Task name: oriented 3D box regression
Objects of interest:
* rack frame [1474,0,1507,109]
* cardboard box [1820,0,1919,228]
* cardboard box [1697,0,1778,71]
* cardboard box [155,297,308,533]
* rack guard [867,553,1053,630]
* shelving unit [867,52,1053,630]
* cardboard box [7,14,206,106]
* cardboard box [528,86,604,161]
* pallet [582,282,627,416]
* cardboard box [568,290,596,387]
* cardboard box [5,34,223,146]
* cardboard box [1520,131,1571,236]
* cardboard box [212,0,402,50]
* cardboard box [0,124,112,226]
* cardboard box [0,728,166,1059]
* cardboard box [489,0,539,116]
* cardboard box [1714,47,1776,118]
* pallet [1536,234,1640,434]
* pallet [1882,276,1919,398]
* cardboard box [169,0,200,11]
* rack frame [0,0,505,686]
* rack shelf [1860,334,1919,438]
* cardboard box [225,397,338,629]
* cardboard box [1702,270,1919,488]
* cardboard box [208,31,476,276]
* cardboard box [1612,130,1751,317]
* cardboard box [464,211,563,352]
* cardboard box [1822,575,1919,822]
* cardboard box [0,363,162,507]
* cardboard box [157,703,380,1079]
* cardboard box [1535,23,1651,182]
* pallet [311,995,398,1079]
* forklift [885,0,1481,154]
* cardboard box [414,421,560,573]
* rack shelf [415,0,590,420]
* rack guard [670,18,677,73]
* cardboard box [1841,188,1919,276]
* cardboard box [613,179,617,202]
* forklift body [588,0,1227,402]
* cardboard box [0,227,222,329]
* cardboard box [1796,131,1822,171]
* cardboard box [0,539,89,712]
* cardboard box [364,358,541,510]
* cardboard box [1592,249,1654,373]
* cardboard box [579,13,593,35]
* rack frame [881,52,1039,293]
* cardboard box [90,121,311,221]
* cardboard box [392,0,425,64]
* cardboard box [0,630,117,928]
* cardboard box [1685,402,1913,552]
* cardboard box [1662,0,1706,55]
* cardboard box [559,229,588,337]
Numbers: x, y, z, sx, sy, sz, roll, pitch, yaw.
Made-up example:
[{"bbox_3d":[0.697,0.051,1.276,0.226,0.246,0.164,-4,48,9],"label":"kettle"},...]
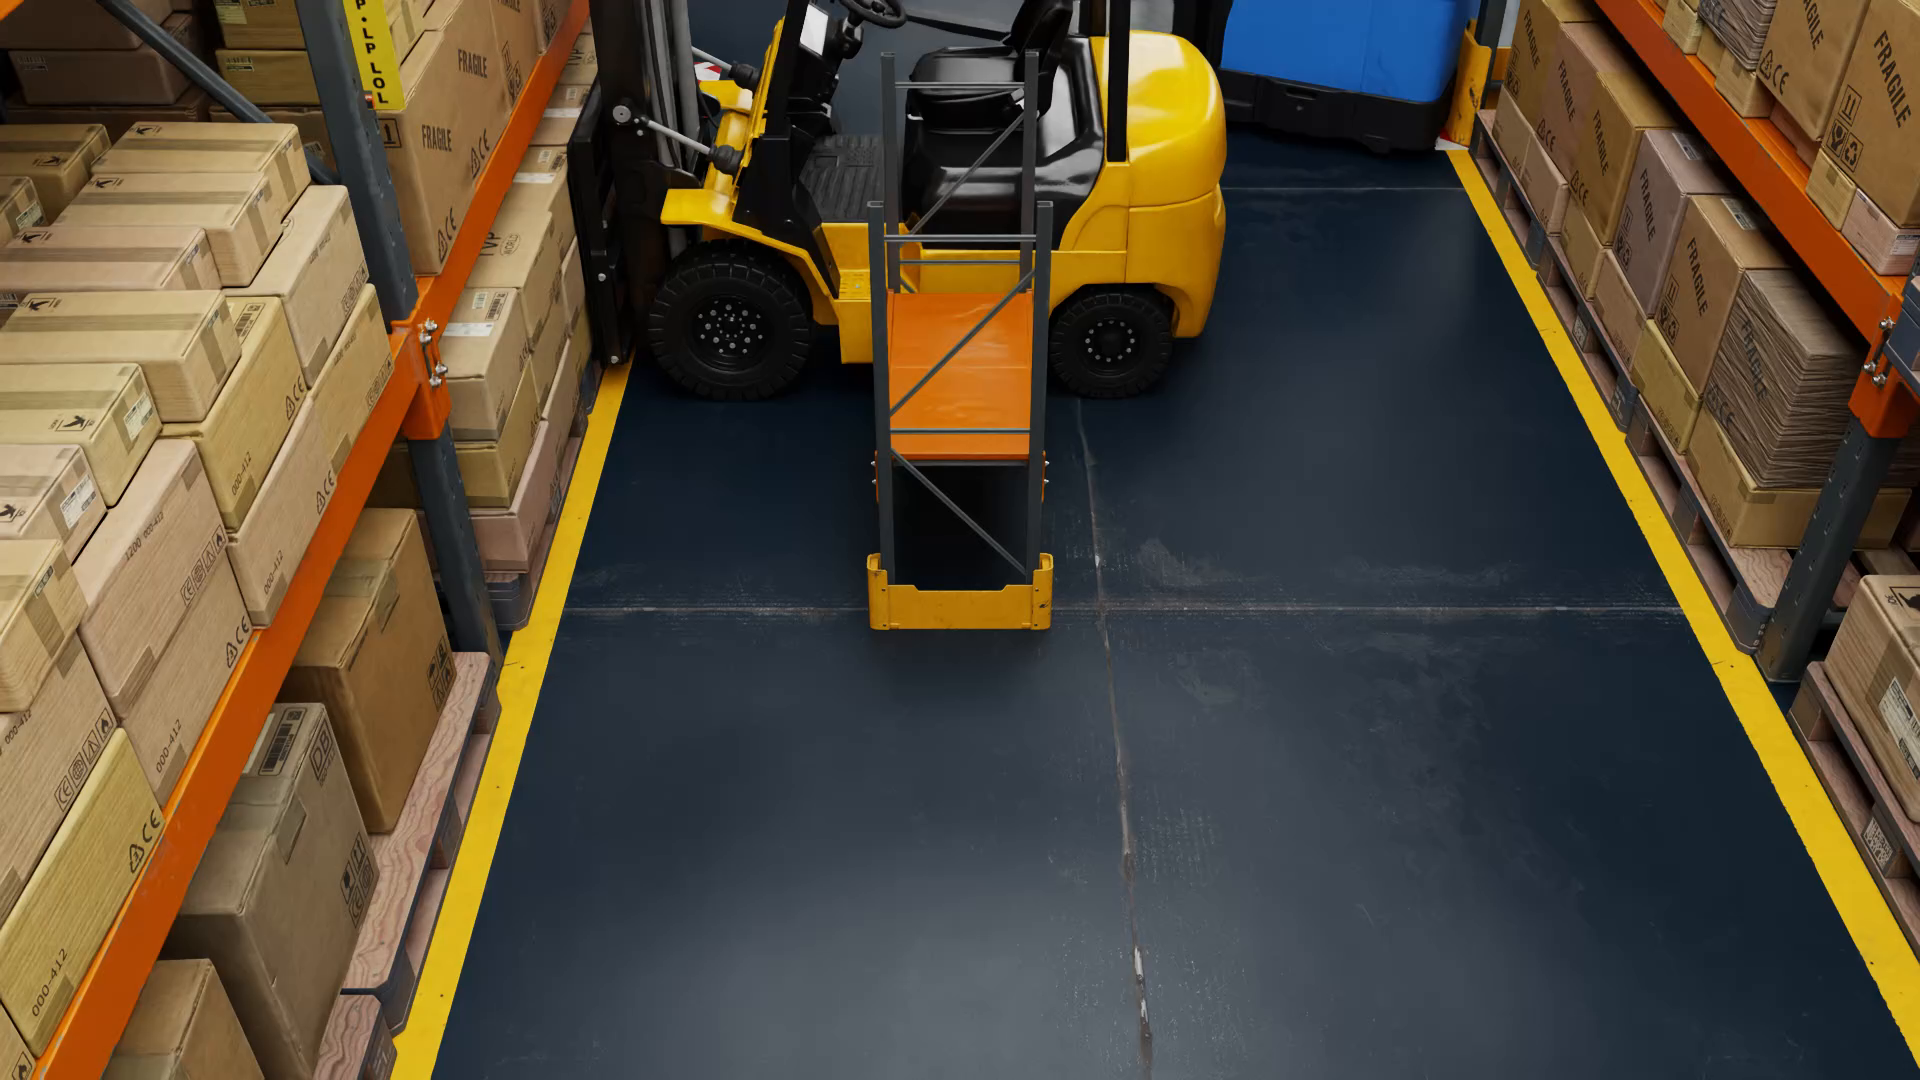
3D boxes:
[{"bbox_3d":[3.014,-3.260,7.419,1.000,3.000,0.127,0,39,0],"label":"rack frame"},{"bbox_3d":[2.769,-1.191,4.520,0.500,0.500,0.500,-1,39,-1],"label":"cardboard box"},{"bbox_3d":[2.757,-1.837,5.326,0.500,0.500,0.500,1,39,1],"label":"cardboard box"},{"bbox_3d":[-1.681,-0.260,3.396,0.500,0.250,0.500,-1,39,-1],"label":"cardboard box"},{"bbox_3d":[0.000,0.166,5.343,0.587,0.250,0.087,0,39,0],"label":"rack guard"},{"bbox_3d":[0.000,-0.633,5.340,0.587,1.500,1.083,0,39,0],"label":"shelving unit"},{"bbox_3d":[-2.202,-1.245,4.307,0.380,0.149,0.250,0,39,0],"label":"cardboard box"},{"bbox_3d":[-1.627,-1.495,6.281,0.500,0.250,0.500,-1,39,-1],"label":"cardboard box"},{"bbox_3d":[-1.908,-0.927,6.737,1.003,0.211,1.213,0,39,0],"label":"pallet"},{"bbox_3d":[-1.647,-0.785,6.194,0.500,0.250,0.500,1,39,1],"label":"cardboard box"},{"bbox_3d":[-2.216,-1.072,4.609,0.500,0.500,0.500,0,39,0],"label":"cardboard box"},{"bbox_3d":[2.731,-1.527,7.119,0.500,0.250,0.500,1,39,2],"label":"cardboard box"},{"bbox_3d":[-1.649,-1.360,4.212,0.380,0.149,0.250,1,39,1],"label":"cardboard box"},{"bbox_3d":[-2.159,-0.825,3.782,0.380,0.149,0.250,-1,39,-1],"label":"cardboard box"},{"bbox_3d":[-1.699,0.569,2.761,0.500,0.250,0.500,1,39,1],"label":"cardboard box"},{"bbox_3d":[-1.703,-1.711,5.407,0.500,0.500,0.500,0,39,0],"label":"cardboard box"},{"bbox_3d":[2.709,-1.496,5.420,0.380,0.149,0.250,-1,39,-1],"label":"cardboard box"},{"bbox_3d":[2.978,-0.855,6.648,1.003,0.211,1.213,0,39,0],"label":"pallet"},{"bbox_3d":[2.874,-0.205,3.761,1.003,0.211,1.213,0,39,0],"label":"pallet"},{"bbox_3d":[-2.206,-1.517,4.408,0.380,0.149,0.250,-1,39,-1],"label":"cardboard box"},{"bbox_3d":[-1.945,-0.752,4.290,1.000,3.000,0.127,0,39,0],"label":"rack frame"},{"bbox_3d":[3.021,0.773,2.962,1.077,0.370,4.000,0,39,0],"label":"rack shelf"},{"bbox_3d":[-1.677,-0.065,3.552,0.500,0.250,0.500,0,39,0],"label":"cardboard box"},{"bbox_3d":[2.750,-0.512,5.253,0.500,0.500,0.500,-1,39,-1],"label":"cardboard box"},{"bbox_3d":[-1.684,-1.069,4.605,0.500,0.500,0.500,-1,39,-1],"label":"cardboard box"},{"bbox_3d":[2.746,-1.149,6.048,0.500,0.500,0.500,2,39,2],"label":"cardboard box"},{"bbox_3d":[-1.622,-0.856,5.483,0.500,0.250,0.500,0,39,0],"label":"cardboard box"},{"bbox_3d":[3.022,0.431,4.579,0.950,0.372,0.625,0,39,1],"label":"cardboard box"},{"bbox_3d":[-1.686,-0.188,2.988,0.380,0.149,0.250,-1,39,-1],"label":"cardboard box"},{"bbox_3d":[-1.940,0.822,3.889,0.875,0.625,0.625,0,39,0],"label":"cardboard box"},{"bbox_3d":[2.744,-1.797,6.857,0.500,0.500,0.500,-1,39,-2],"label":"cardboard box"},{"bbox_3d":[-1.901,1.561,3.633,1.003,0.211,1.213,0,39,0],"label":"pallet"},{"bbox_3d":[1.074,-3.619,7.922,3.031,2.935,1.130,16,41,19],"label":"forklift"},{"bbox_3d":[-1.614,-0.146,5.397,0.500,0.250,0.500,0,39,0],"label":"cardboard box"},{"bbox_3d":[-1.947,-1.722,6.076,1.077,0.370,4.000,0,39,0],"label":"rack shelf"},{"bbox_3d":[-1.950,-2.293,8.212,1.175,0.500,0.348,0,39,0],"label":"rack guard"},{"bbox_3d":[2.713,-0.861,4.627,0.380,0.149,0.250,0,39,-1],"label":"cardboard box"},{"bbox_3d":[-1.625,-1.599,6.810,0.500,0.250,0.500,-1,39,-1],"label":"cardboard box"},{"bbox_3d":[-0.123,-1.738,6.199,2.313,2.155,1.214,0,39,0],"label":"forklift body"},{"bbox_3d":[-1.757,-0.517,3.397,0.380,0.149,0.250,0,39,0],"label":"cardboard box"},{"bbox_3d":[2.784,-1.180,5.025,0.380,0.149,0.250,0,39,0],"label":"cardboard box"},{"bbox_3d":[-1.614,0.134,2.586,0.380,0.149,0.250,-1,39,-1],"label":"cardboard box"},{"bbox_3d":[-1.637,-0.341,5.240,0.500,0.250,0.500,0,39,0],"label":"cardboard box"},{"bbox_3d":[2.743,-0.870,6.300,0.500,0.250,0.500,1,39,1],"label":"cardboard box"},{"bbox_3d":[-1.631,-2.128,7.070,0.500,0.250,0.500,1,39,1],"label":"cardboard box"},{"bbox_3d":[-0.001,-0.956,5.744,0.500,1.500,0.032,0,39,0],"label":"rack frame"},{"bbox_3d":[-1.723,-0.831,3.790,0.380,0.149,0.250,1,39,2],"label":"cardboard box"},{"bbox_3d":[-1.684,-1.406,4.507,0.380,0.149,0.250,1,39,1],"label":"cardboard box"},{"bbox_3d":[-1.704,0.375,2.604,0.500,0.250,0.500,0,39,1],"label":"cardboard box"},{"bbox_3d":[2.749,-0.219,5.487,0.500,0.250,0.500,2,39,2],"label":"cardboard box"},{"bbox_3d":[2.702,-1.817,5.820,0.380,0.149,0.250,0,39,0],"label":"cardboard box"},{"bbox_3d":[-1.628,-0.970,6.025,0.500,0.250,0.500,0,39,0],"label":"cardboard box"}]
